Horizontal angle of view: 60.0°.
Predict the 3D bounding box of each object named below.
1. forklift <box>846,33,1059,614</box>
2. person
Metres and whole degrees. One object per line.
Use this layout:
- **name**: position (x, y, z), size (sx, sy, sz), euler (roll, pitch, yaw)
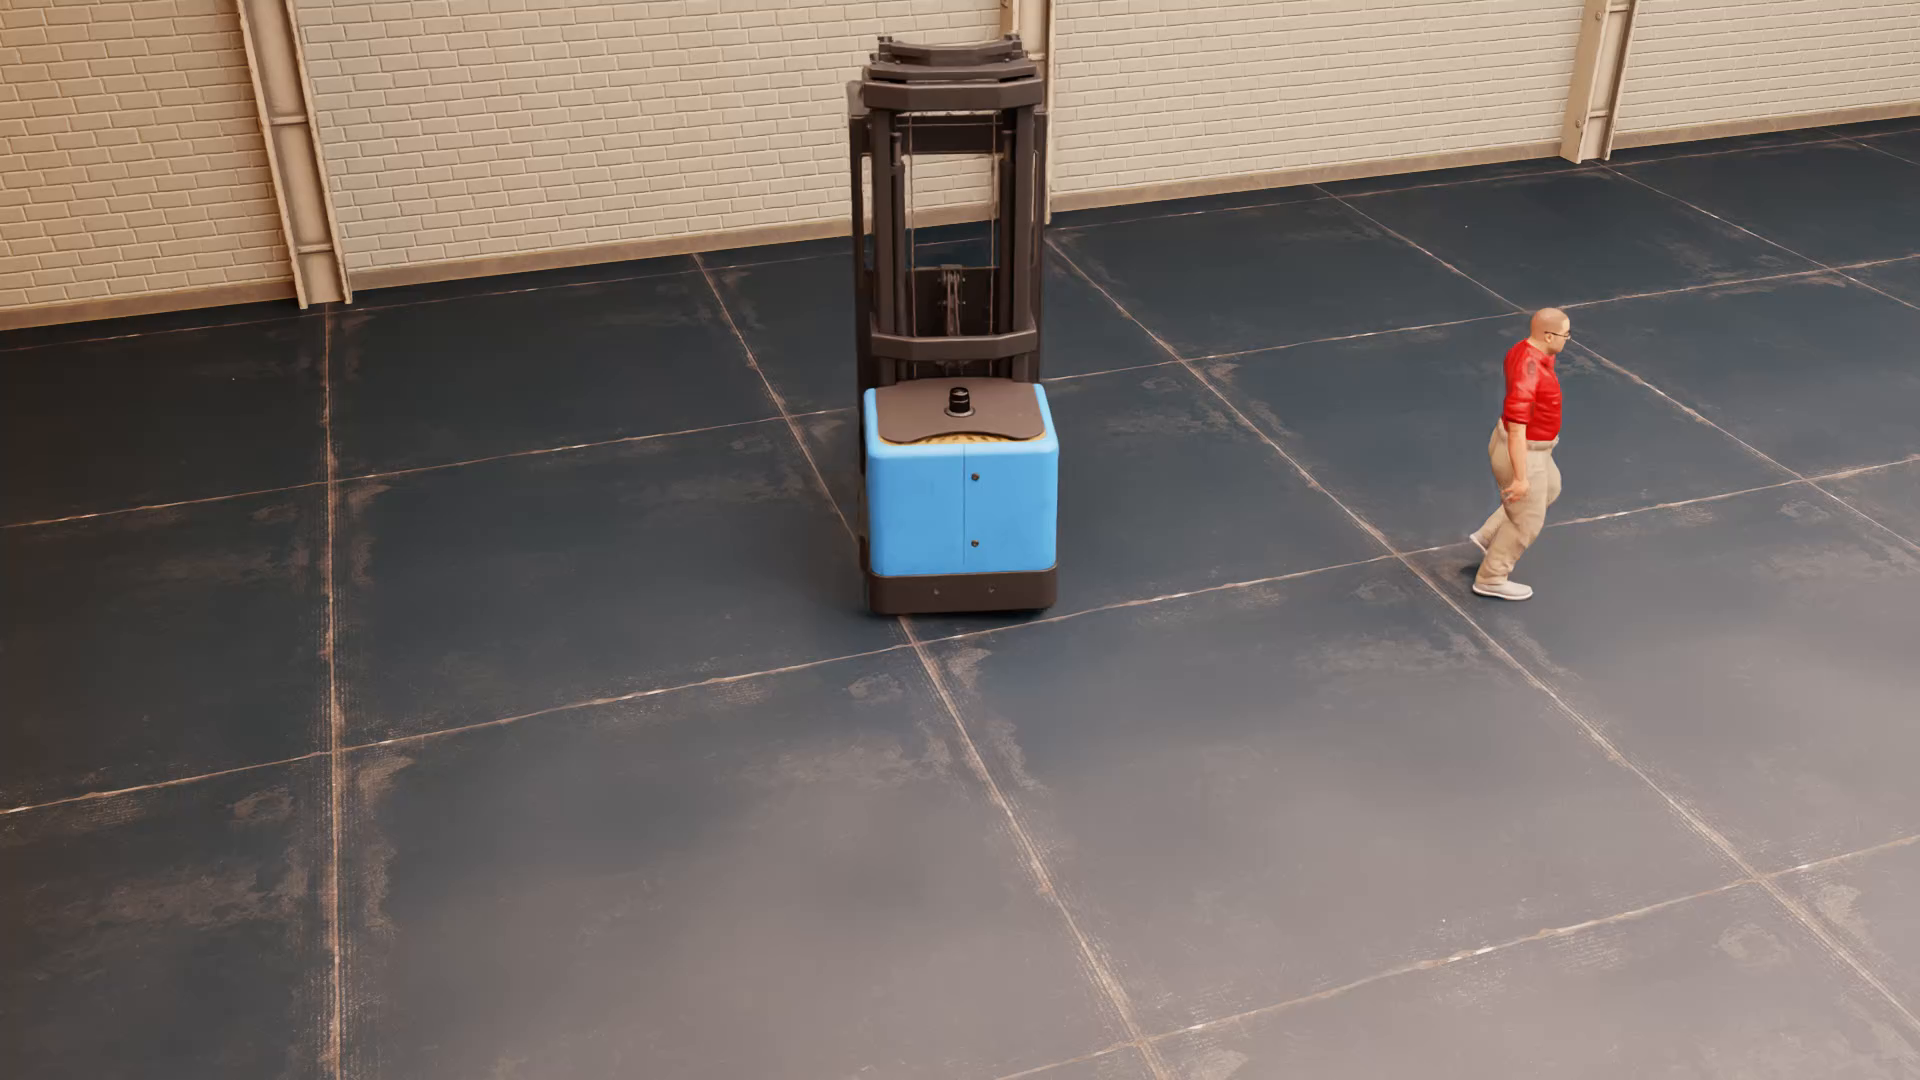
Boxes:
- **forklift**: position (-0.086, -1.567, 9.810), size (1.130, 2.935, 3.031), euler (-2, 30, -4)
- **person**: position (3.141, -0.474, 9.140), size (0.465, 1.709, 0.682), euler (4, 30, 8)
